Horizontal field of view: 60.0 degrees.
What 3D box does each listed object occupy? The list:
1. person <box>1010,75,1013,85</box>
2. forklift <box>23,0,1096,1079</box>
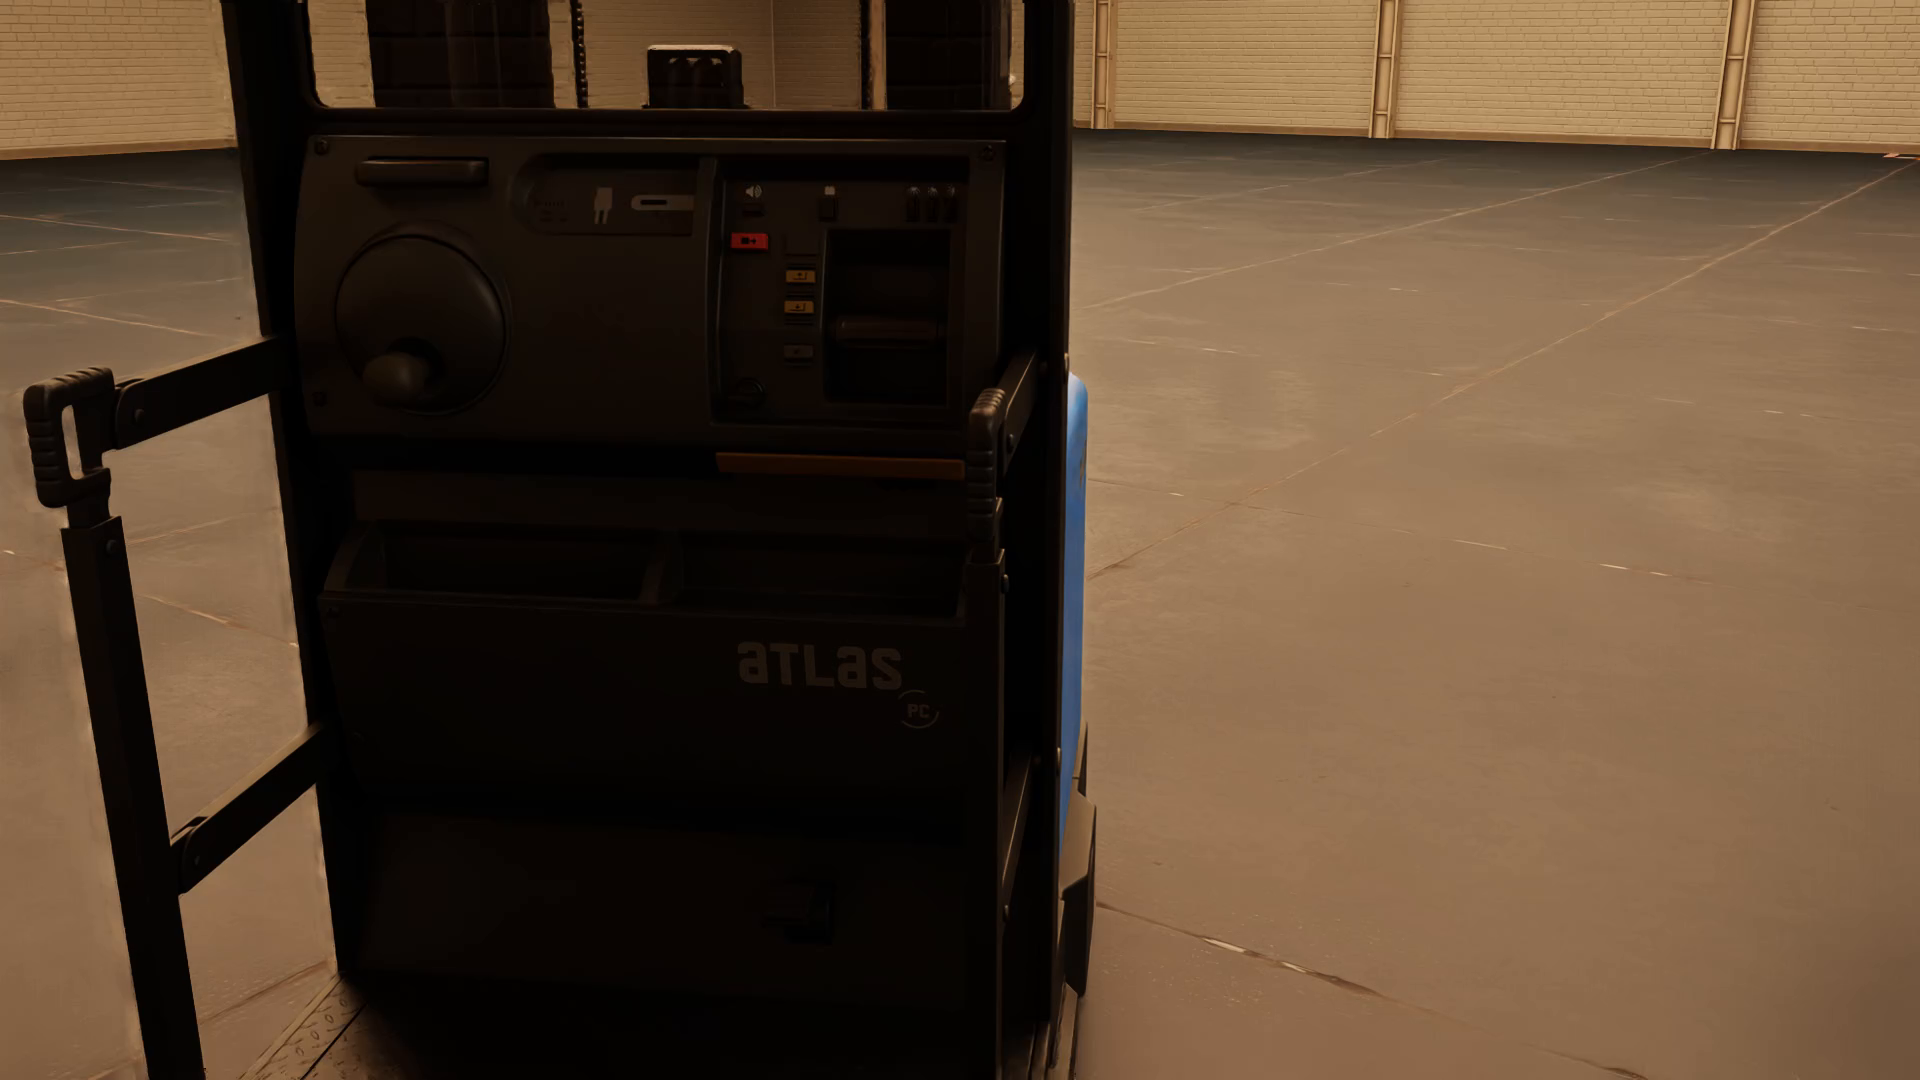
[{"bbox_3d":[-0.052,-0.832,5.746,0.532,1.694,0.586,11,20,33],"label":"person"},{"bbox_3d":[-0.431,-0.331,1.940,1.130,2.935,3.031,2,17,7],"label":"forklift"}]
